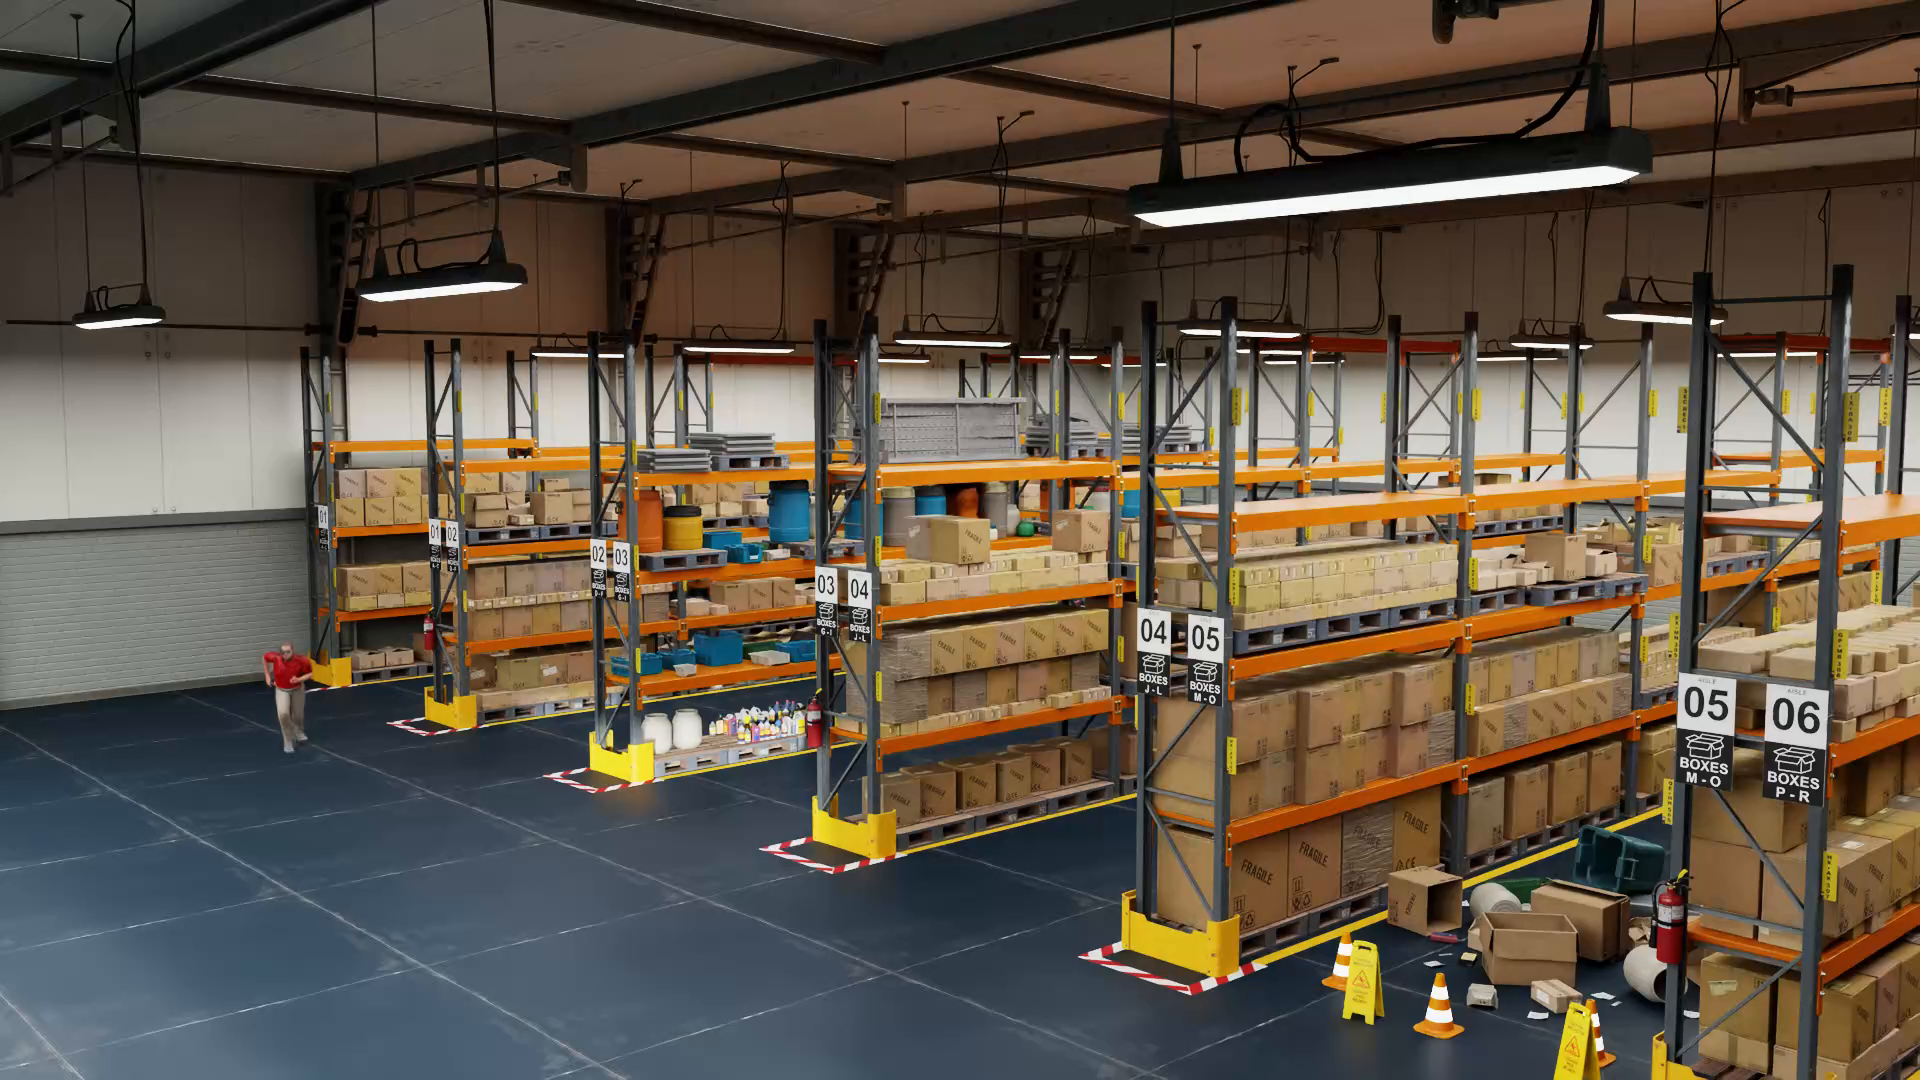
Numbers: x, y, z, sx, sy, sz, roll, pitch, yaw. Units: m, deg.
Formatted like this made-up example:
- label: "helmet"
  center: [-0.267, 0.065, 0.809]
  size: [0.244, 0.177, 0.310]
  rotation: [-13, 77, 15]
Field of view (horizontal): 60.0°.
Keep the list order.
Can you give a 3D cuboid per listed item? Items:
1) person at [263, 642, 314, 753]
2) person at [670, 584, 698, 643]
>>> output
- label: "person"
  center: [-9.735, 2.271, 24.160]
  size: [0.706, 1.684, 0.993]
  rotation: [-1, 5, -15]
- label: "person"
  center: [-5.102, 1.630, 31.099]
  size: [0.516, 1.670, 0.800]
  rotation: [4, 6, 36]
